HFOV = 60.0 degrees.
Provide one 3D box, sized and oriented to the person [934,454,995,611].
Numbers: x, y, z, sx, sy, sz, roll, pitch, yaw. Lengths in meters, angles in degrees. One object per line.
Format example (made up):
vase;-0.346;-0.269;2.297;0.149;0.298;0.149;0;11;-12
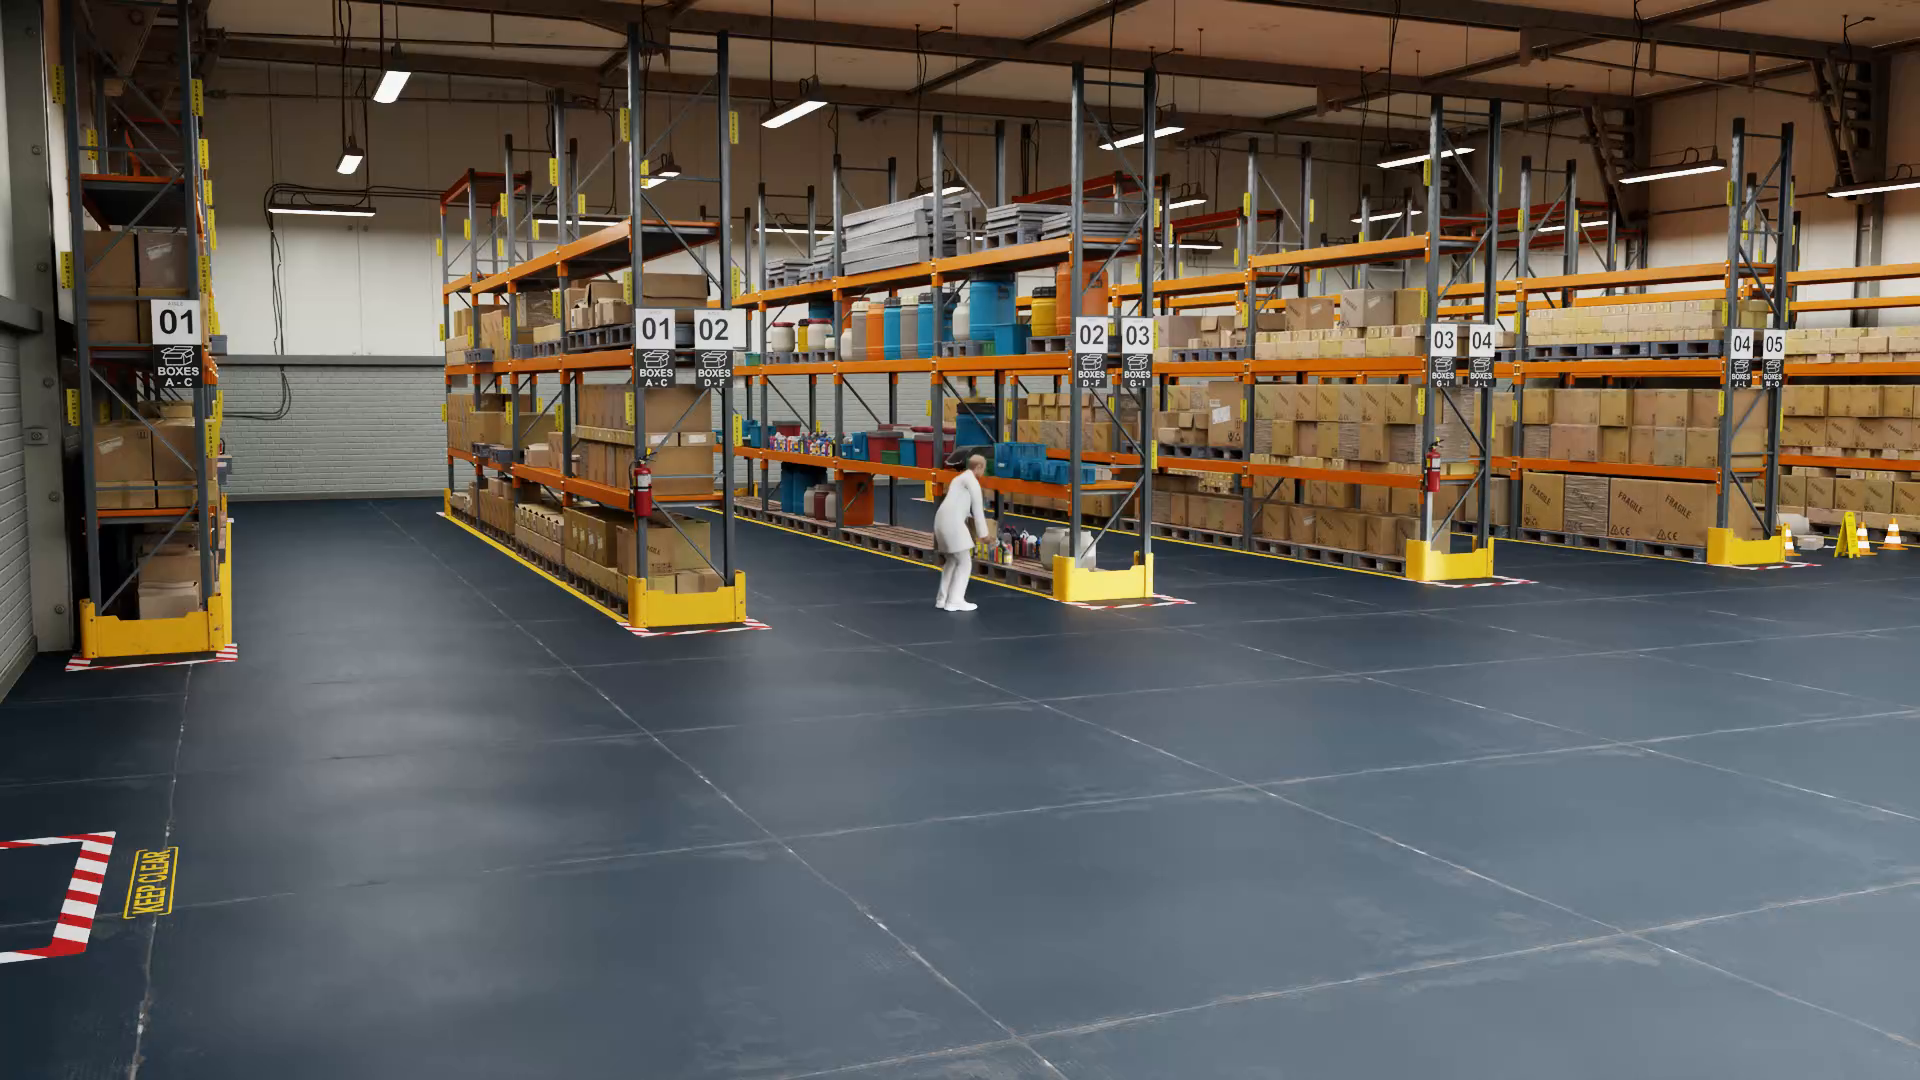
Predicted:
person;0.036;-0.086;18.144;0.634;1.689;0.544;-2;6;-25
